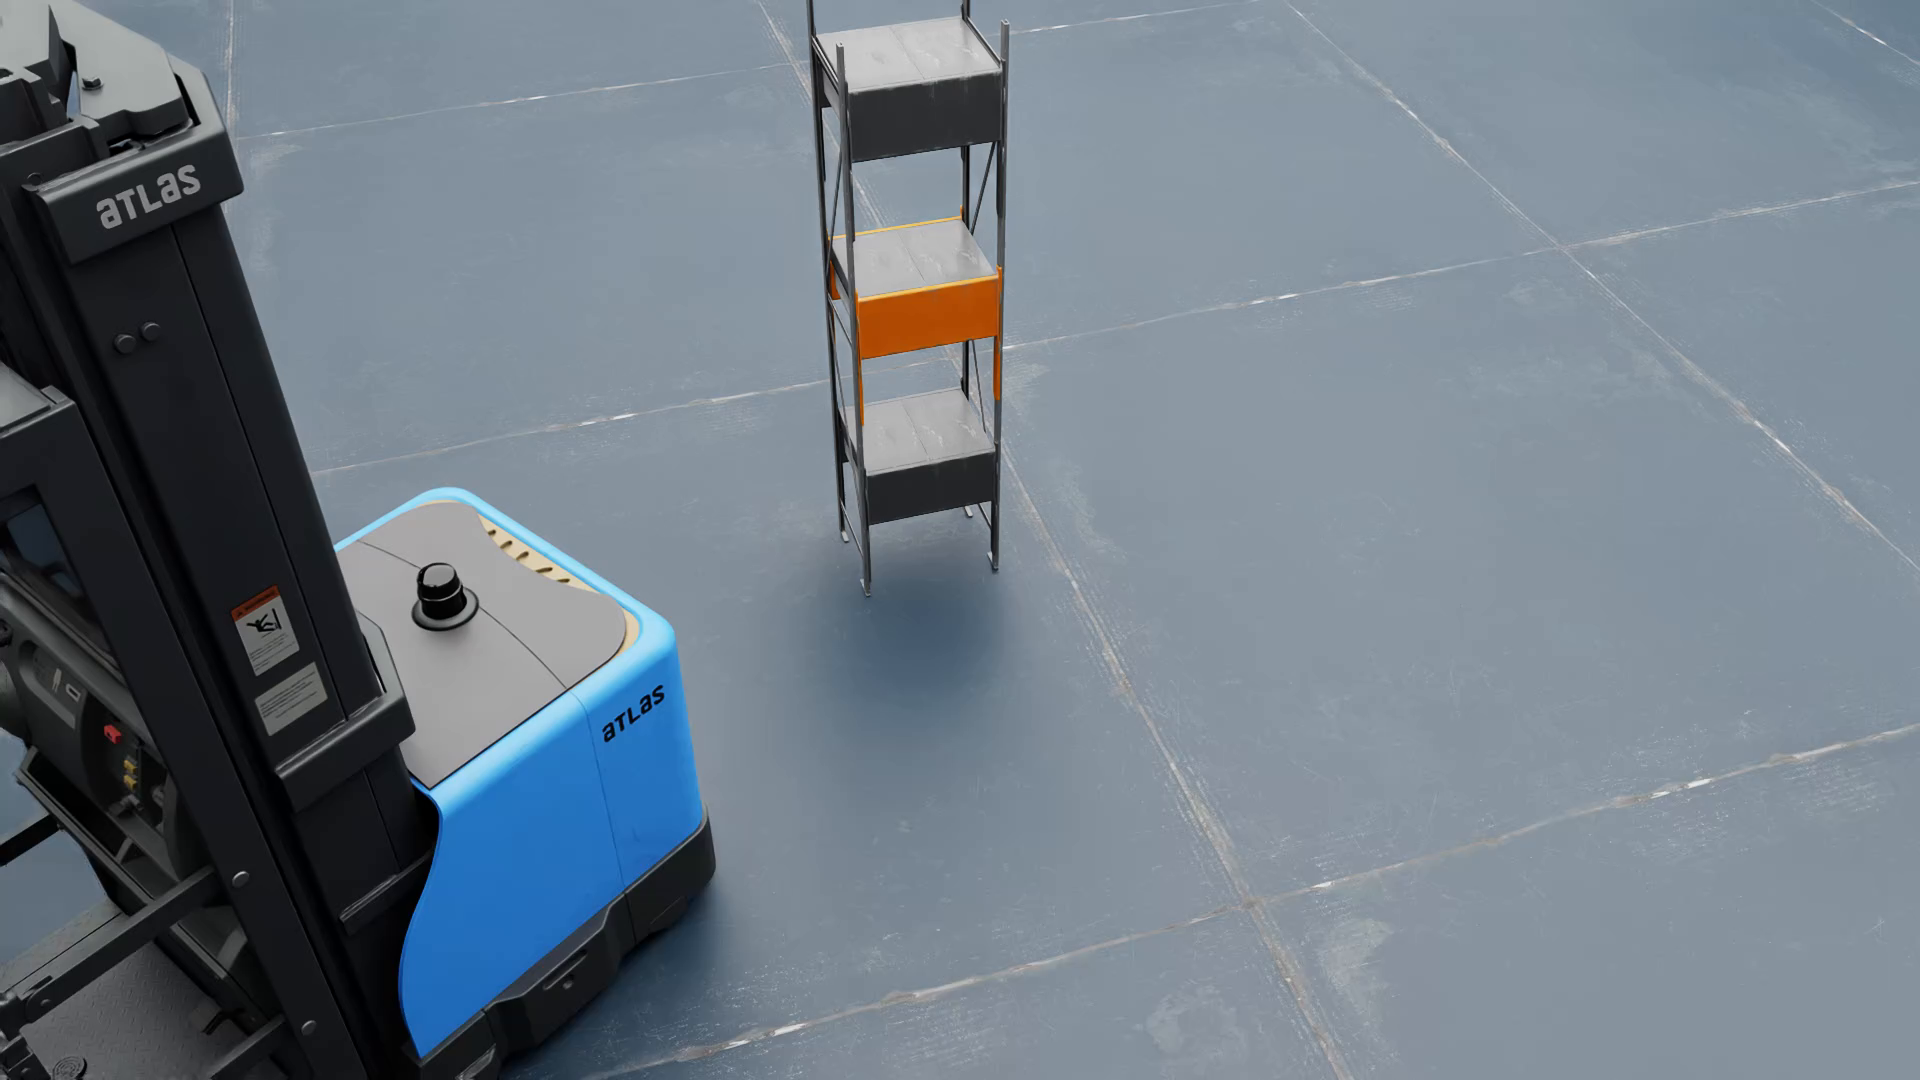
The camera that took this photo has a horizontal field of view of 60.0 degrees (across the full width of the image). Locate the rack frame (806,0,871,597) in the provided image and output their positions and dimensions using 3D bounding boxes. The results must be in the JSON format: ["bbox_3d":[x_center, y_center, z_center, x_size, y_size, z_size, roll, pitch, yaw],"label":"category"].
[{"bbox_3d":[-0.391,-0.710,5.467,0.015,2.100,0.400,-12,42,-13],"label":"rack frame"}]

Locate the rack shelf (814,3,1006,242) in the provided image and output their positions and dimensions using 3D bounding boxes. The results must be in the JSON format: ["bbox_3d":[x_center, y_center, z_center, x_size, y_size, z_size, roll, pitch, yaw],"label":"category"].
[{"bbox_3d":[-0.158,-1.275,5.070,0.480,0.518,0.431,-12,42,-13],"label":"rack shelf"}]

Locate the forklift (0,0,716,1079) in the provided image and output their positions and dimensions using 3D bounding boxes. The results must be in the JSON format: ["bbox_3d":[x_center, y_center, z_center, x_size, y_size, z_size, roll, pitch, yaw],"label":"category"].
[{"bbox_3d":[-2.064,0.474,3.480,1.130,2.935,3.031,29,49,29],"label":"forklift"}]

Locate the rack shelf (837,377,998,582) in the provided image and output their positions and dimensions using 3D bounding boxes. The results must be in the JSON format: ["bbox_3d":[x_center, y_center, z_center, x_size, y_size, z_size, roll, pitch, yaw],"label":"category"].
[{"bbox_3d":[-0.158,-0.221,5.991,0.480,0.518,0.431,-12,42,-13],"label":"rack shelf"}]

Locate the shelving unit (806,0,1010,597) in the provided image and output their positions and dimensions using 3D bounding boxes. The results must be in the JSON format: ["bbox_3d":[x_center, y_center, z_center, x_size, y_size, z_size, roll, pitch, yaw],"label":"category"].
[{"bbox_3d":[-0.158,-0.758,5.522,0.503,2.100,0.431,-12,42,-13],"label":"shelving unit"}]

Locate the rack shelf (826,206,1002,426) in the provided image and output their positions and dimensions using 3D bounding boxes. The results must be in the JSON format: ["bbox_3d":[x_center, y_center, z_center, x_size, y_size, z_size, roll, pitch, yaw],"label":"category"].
[{"bbox_3d":[-0.158,-0.748,5.531,0.480,0.518,0.431,-12,42,-13],"label":"rack shelf"}]

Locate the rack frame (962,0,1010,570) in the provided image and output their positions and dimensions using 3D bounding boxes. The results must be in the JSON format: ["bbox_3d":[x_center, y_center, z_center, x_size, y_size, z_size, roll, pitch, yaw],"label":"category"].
[{"bbox_3d":[0.075,-0.806,5.577,0.015,2.100,0.400,-12,42,-13],"label":"rack frame"}]
